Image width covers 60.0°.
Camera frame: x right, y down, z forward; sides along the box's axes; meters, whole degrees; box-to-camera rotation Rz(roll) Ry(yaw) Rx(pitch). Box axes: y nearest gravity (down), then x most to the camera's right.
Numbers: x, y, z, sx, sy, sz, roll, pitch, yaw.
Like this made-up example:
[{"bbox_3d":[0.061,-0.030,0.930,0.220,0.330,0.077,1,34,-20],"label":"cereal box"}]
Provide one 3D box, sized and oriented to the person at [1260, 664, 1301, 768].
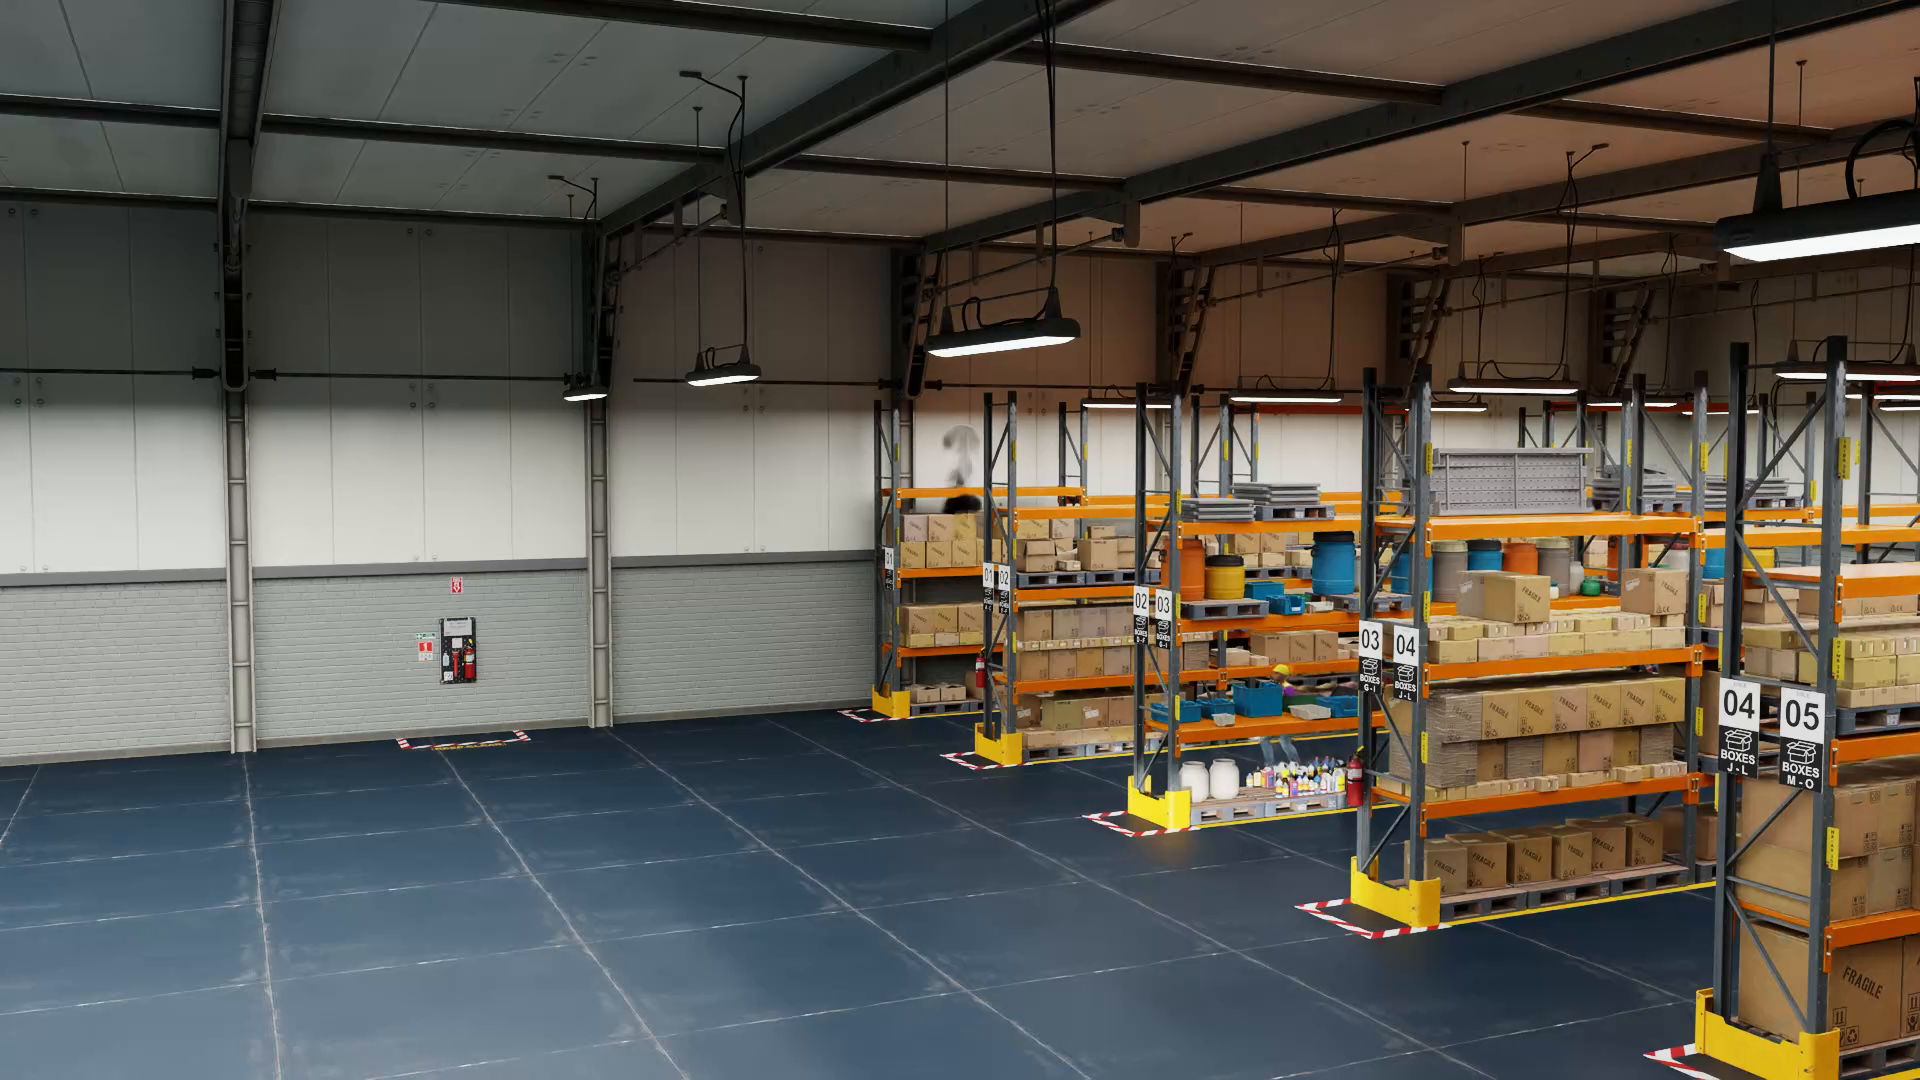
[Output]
[{"bbox_3d":[4.970,2.808,25.514,0.700,1.815,0.696,-1,4,-21],"label":"person"}]
